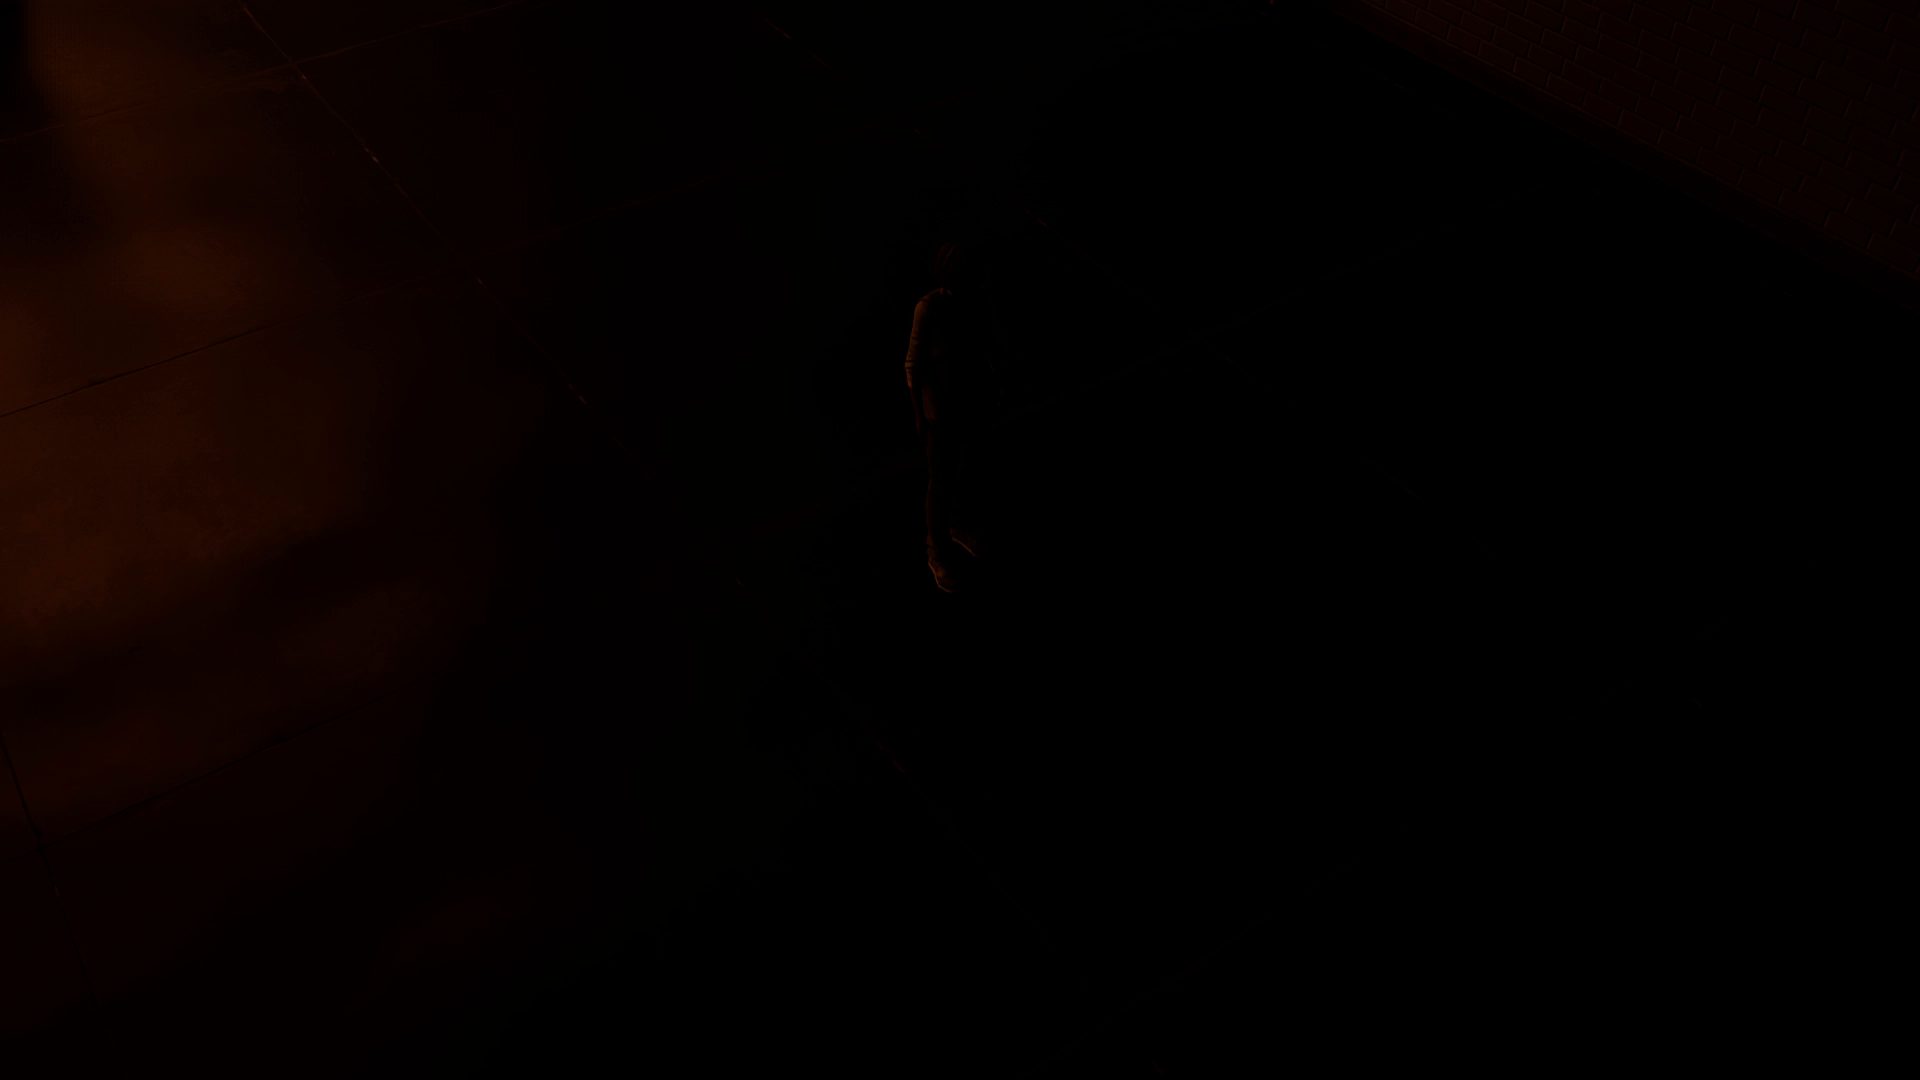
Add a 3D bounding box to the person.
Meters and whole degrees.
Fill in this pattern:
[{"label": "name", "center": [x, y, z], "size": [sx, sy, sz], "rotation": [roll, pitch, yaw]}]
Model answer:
[{"label": "person", "center": [0.030, -0.546, 7.282], "size": [0.520, 1.597, 0.475], "rotation": [-25, 48, -25]}]
